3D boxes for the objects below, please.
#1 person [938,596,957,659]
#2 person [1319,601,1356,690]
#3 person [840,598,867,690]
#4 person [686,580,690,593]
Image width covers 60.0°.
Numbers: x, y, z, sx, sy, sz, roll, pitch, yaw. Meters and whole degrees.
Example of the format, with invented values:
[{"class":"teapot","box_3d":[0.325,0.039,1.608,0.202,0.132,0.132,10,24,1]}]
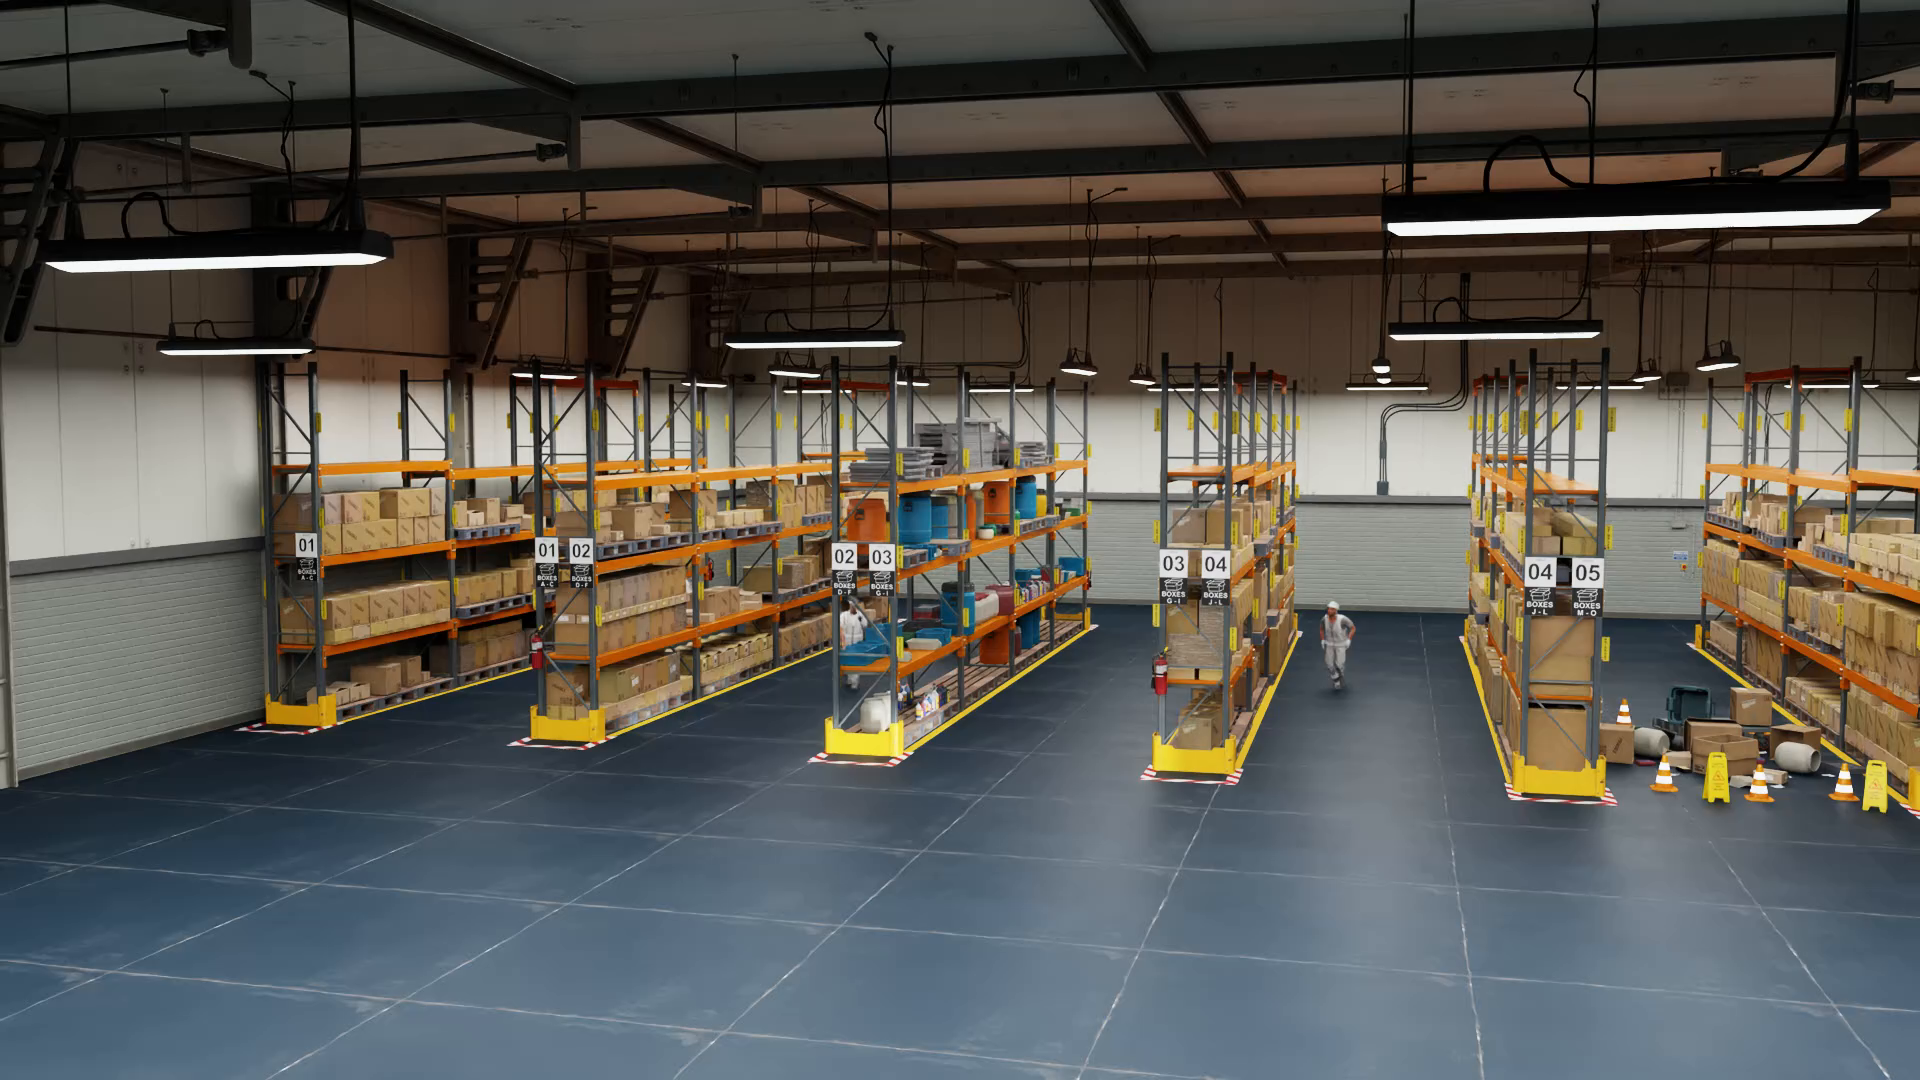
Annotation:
[{"class":"person","box_3d":[-0.251,1.700,35.353,0.493,1.593,1.033,1,4,13]},{"class":"person","box_3d":[7.058,1.976,31.126,0.695,1.687,0.620,2,4,24]},{"class":"person","box_3d":[-2.004,1.934,31.307,0.546,1.689,1.029,0,4,0]},{"class":"person","box_3d":[-6.528,1.450,38.530,0.533,1.621,1.022,0,4,6]}]
